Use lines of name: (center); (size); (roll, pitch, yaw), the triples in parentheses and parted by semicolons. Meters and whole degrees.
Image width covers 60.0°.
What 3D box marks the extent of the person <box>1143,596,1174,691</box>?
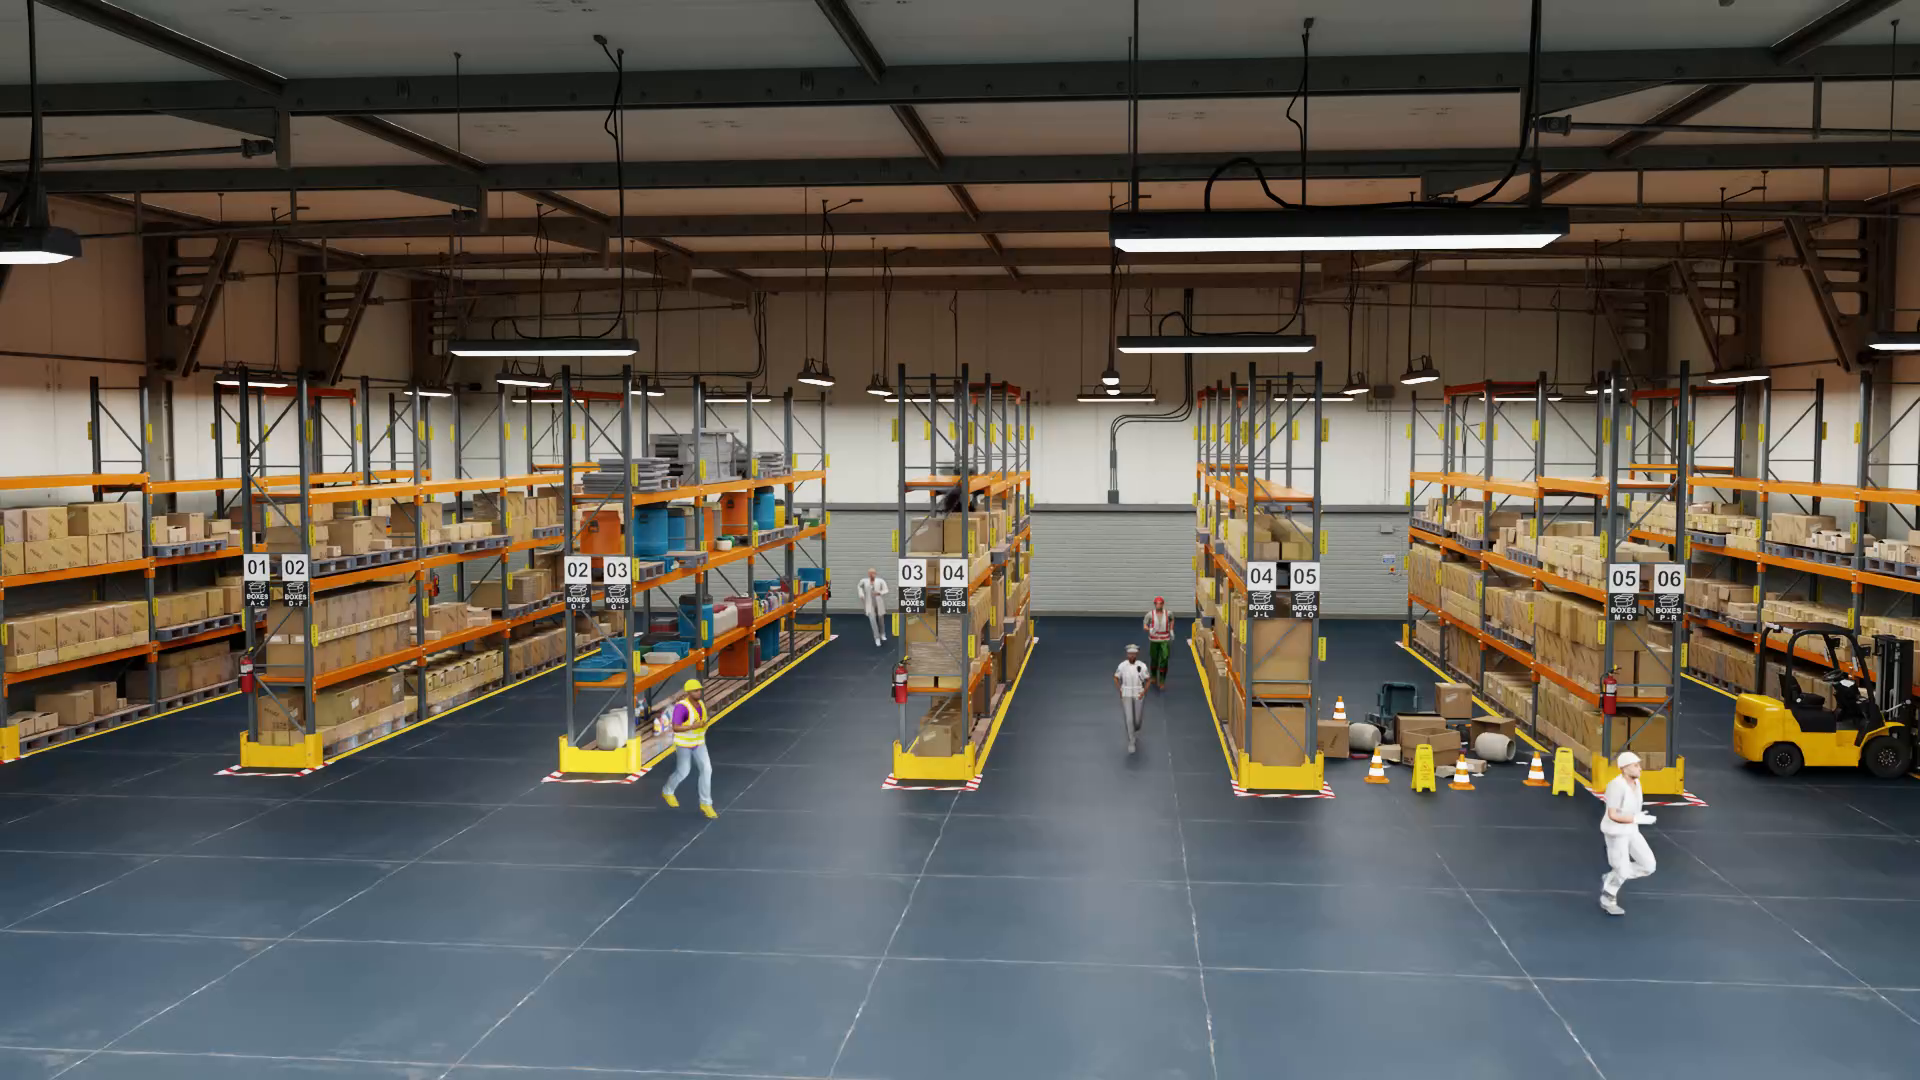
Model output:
person: (3.910, 2.013, 32.734); (0.608, 1.833, 0.855); (0, 4, 6)

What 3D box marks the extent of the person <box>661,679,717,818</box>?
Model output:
person: (-3.583, 2.729, 21.856); (0.925, 1.826, 0.693); (3, 5, 37)

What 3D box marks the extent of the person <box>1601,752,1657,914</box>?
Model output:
person: (6.892, 3.031, 17.113); (0.707, 1.728, 0.657); (-3, 5, -38)

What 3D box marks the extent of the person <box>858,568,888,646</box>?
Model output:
person: (-2.066, 1.568, 39.503); (0.736, 1.794, 1.004); (0, 4, -2)

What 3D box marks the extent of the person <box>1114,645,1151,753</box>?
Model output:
person: (2.734, 2.480, 26.385); (0.590, 1.683, 0.743); (0, 4, 4)
